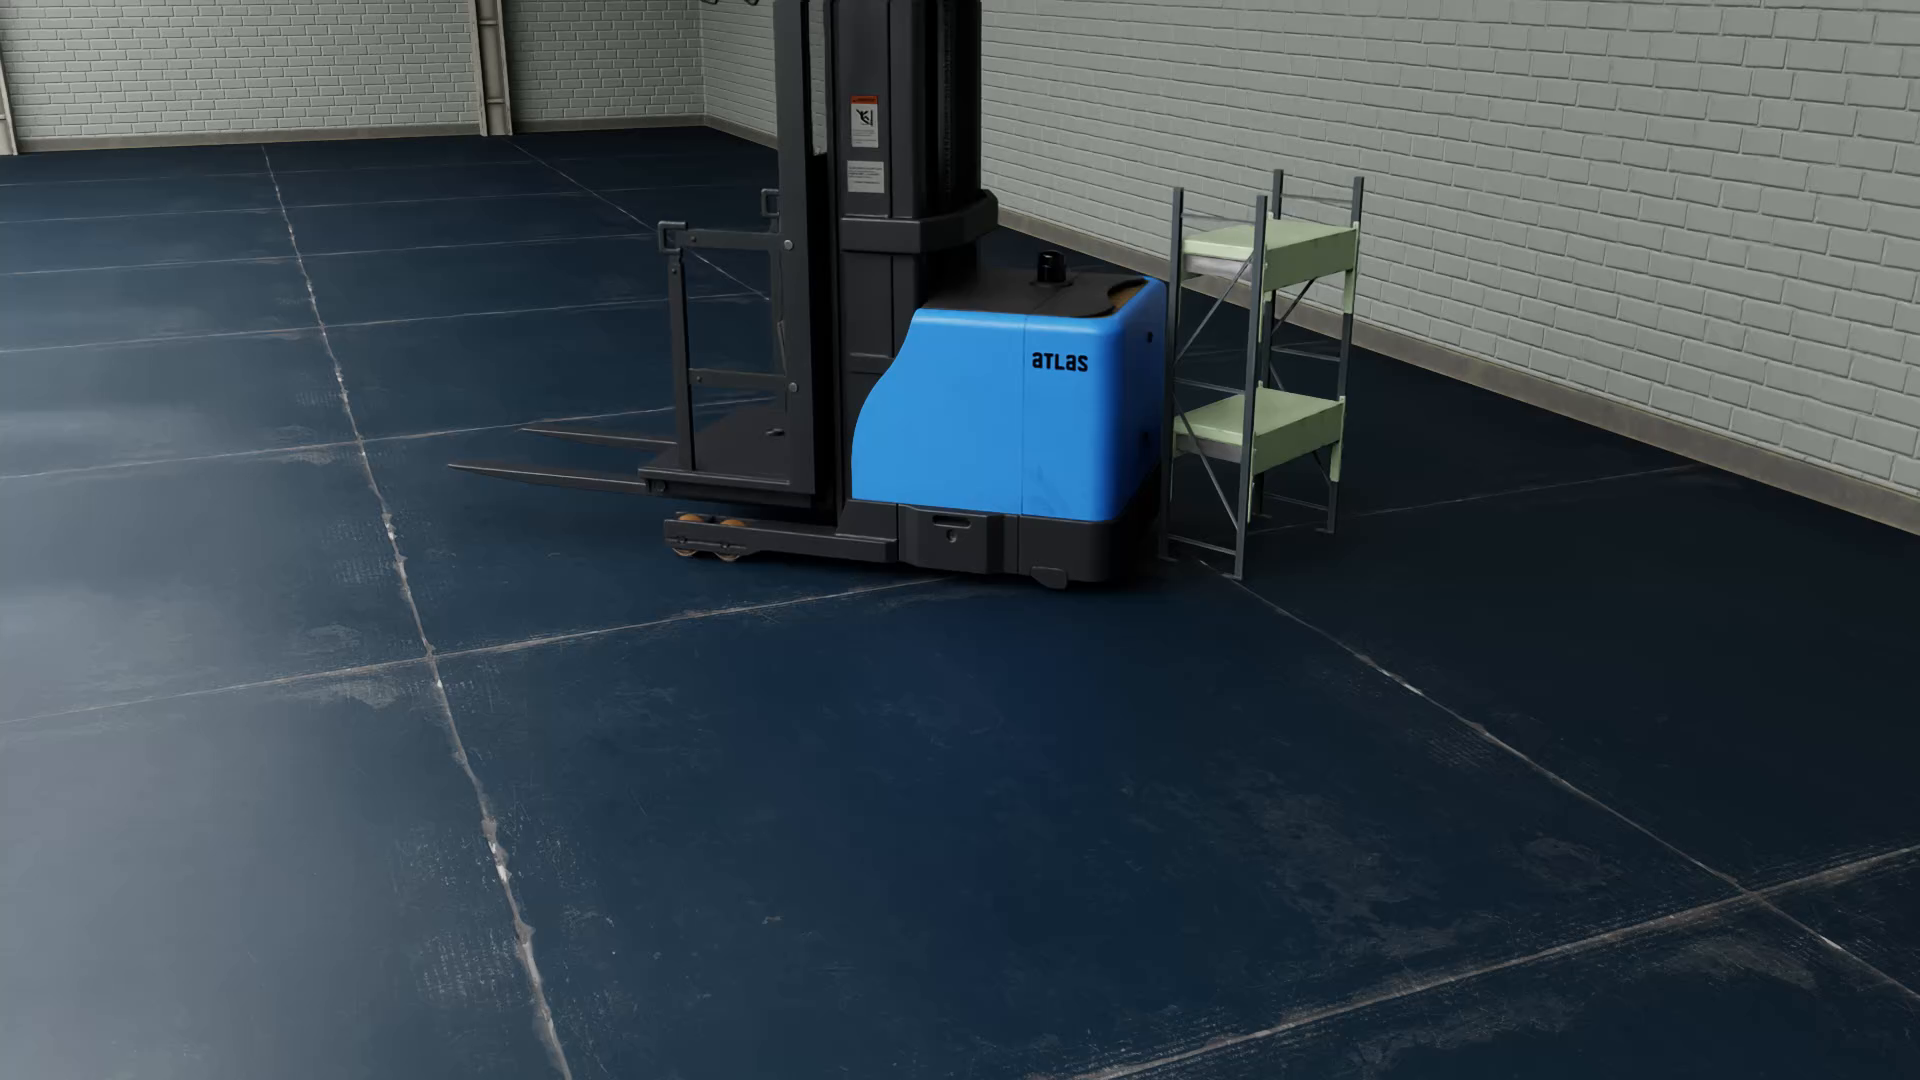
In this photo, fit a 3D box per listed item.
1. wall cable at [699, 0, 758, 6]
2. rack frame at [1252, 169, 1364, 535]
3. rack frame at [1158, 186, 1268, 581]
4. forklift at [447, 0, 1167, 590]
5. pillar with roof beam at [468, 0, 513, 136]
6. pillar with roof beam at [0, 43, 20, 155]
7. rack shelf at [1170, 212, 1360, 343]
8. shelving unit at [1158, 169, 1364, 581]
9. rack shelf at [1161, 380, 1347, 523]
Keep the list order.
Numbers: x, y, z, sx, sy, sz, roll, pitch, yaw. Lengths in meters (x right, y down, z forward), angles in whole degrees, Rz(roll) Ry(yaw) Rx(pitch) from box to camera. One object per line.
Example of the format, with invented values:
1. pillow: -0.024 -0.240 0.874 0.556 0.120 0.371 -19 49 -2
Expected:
1. wall cable: -3.135 -8.332 21.812 0.112 2.526 3.097 -8 21 -22
2. rack frame: 1.448 -0.775 6.966 0.400 1.500 0.023 16 25 38
3. rack frame: 0.967 -0.592 6.445 0.400 1.500 0.023 16 25 38
4. forklift: -0.706 -1.459 6.751 3.031 2.935 1.130 6 20 16
5. pillar with roof beam: -4.659 -8.500 17.613 0.400 9.000 9.100 -8 21 -22
6. pillar with roof beam: -10.168 -7.711 15.371 0.400 9.000 9.100 -8 21 -22
7. rack shelf: 1.208 -1.052 6.576 0.431 0.370 0.720 16 25 38
8. shelving unit: 1.208 -0.684 6.706 0.431 1.500 0.755 16 25 38
9. rack shelf: 1.208 -0.376 6.814 0.431 0.370 0.720 16 25 38
